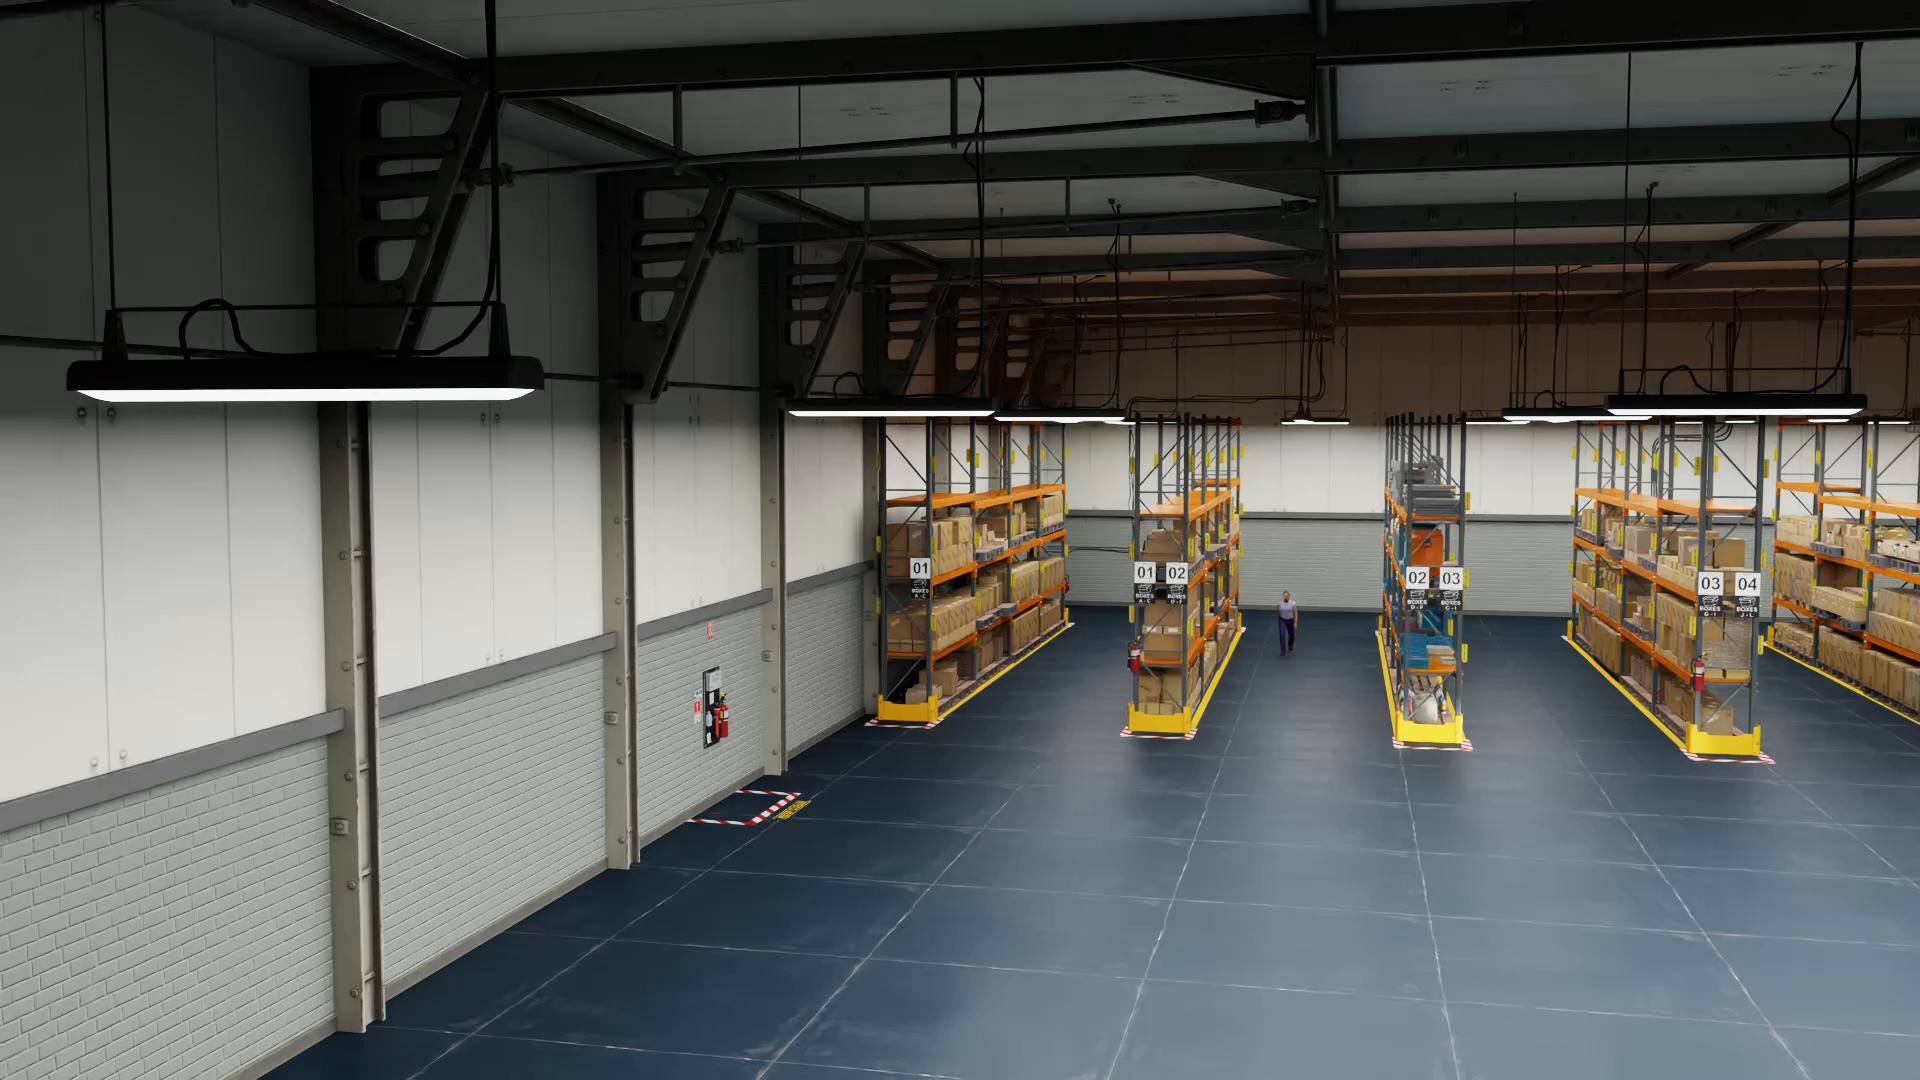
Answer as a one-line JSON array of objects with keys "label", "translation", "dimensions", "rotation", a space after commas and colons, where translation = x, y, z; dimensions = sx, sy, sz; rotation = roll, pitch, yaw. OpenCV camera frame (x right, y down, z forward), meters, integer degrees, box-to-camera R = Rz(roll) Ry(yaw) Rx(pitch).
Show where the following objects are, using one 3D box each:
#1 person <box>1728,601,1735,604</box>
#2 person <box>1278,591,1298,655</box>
[{"label": "person", "translation": [20.414, 1.857, 44.132], "dimensions": [0.631, 1.728, 1.138], "rotation": [2, 4, 28]}, {"label": "person", "translation": [8.255, 2.075, 41.881], "dimensions": [0.487, 1.602, 0.838], "rotation": [1, 4, 10]}]
